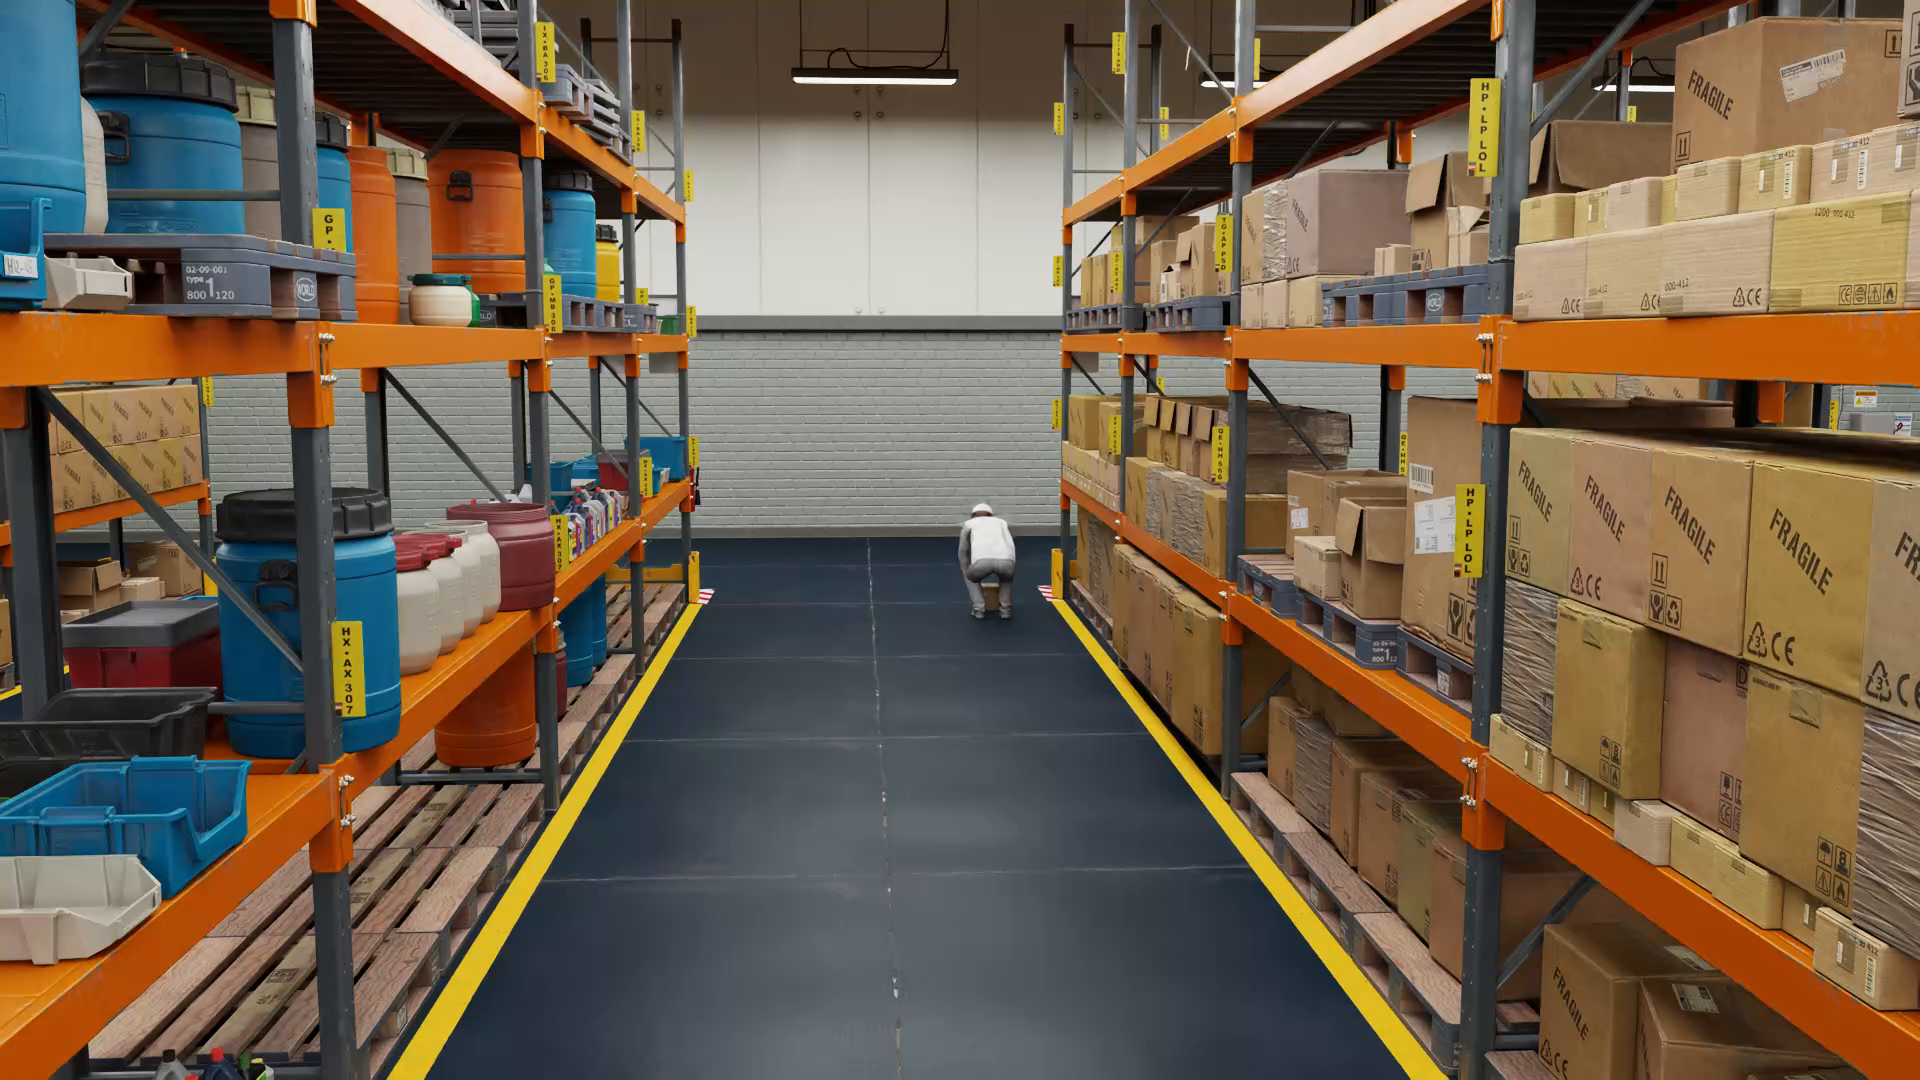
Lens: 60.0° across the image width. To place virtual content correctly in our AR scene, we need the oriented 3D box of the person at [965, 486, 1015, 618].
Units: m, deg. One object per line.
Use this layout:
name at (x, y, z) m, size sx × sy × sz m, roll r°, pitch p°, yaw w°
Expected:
person at (0.291, 0.116, 16.841) m, size 0.464 × 1.258 × 0.981 m, roll -1°, pitch 7°, yaw -5°
